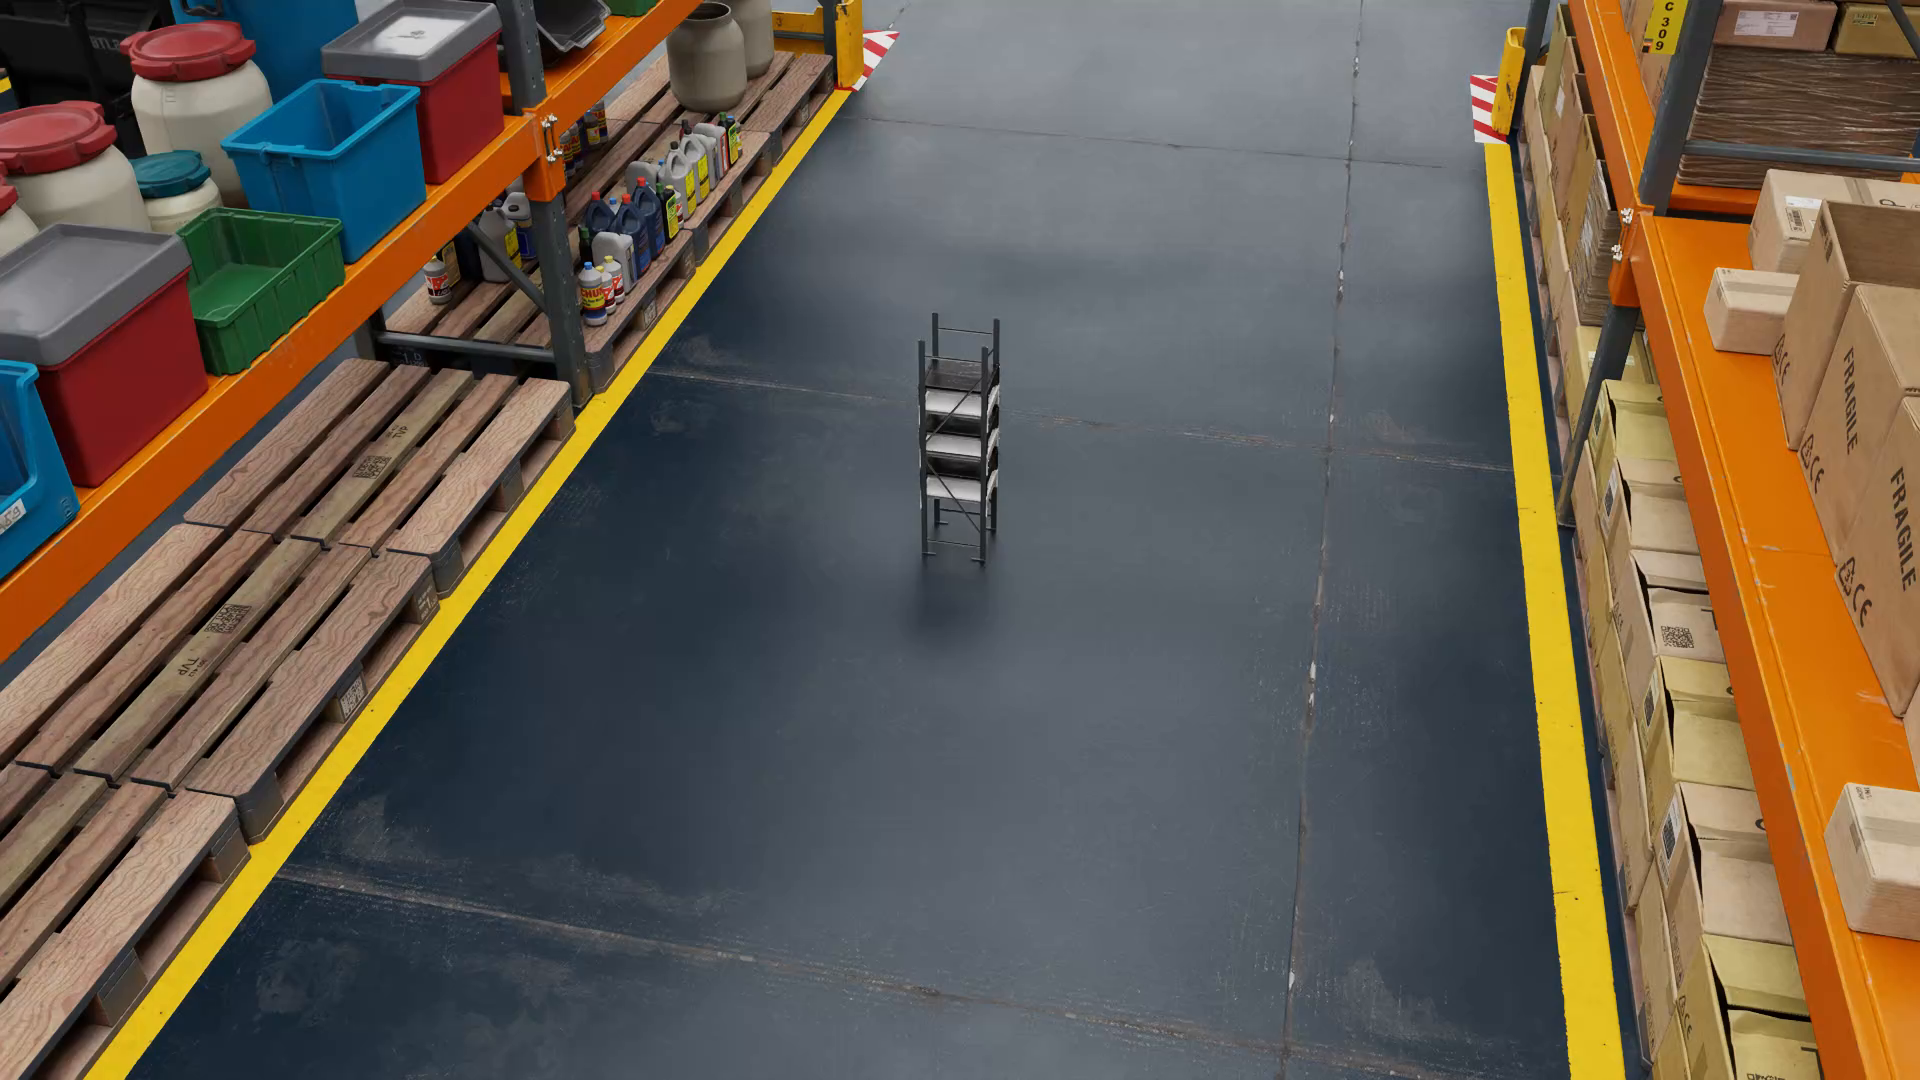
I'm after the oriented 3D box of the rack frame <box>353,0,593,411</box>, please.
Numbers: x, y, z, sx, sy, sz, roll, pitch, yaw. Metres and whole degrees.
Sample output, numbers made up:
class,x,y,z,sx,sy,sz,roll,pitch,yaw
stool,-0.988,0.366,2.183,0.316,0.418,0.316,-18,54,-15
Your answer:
class,x,y,z,sx,sy,sz,roll,pitch,yaw
rack frame,-2.068,-1.858,6.257,1.000,3.000,0.127,7,37,10

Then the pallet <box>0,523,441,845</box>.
class,x,y,z,sx,sy,sz,roll,pitch,yaw
pallet,-2.456,0.428,5.479,1.003,0.211,1.213,7,37,10

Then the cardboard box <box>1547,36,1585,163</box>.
class,x,y,z,sx,sy,sz,roll,pitch,yaw
cardboard box,3.094,-2.033,7.846,0.500,0.500,0.500,7,37,10

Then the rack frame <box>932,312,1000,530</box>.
class,x,y,z,sx,sy,sz,roll,pitch,yaw
rack frame,0.020,-0.418,6.060,0.240,0.900,0.006,7,37,10

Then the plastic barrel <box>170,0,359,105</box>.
class,x,y,z,sx,sy,sz,roll,pitch,yaw
plastic barrel,-2.446,-1.877,5.857,0.600,0.901,0.708,7,37,10

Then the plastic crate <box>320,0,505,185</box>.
class,x,y,z,sx,sy,sz,roll,pitch,yaw
plastic crate,-1.872,-1.567,5.802,0.402,0.464,0.583,7,37,10

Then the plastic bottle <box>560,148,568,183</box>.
class,x,y,z,sx,sy,sz,roll,pitch,yaw
plastic bottle,-2.021,-1.885,8.304,0.097,0.201,0.097,0,36,0

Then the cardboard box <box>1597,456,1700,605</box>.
class,x,y,z,sx,sy,sz,roll,pitch,yaw
cardboard box,2.327,-0.026,5.237,0.500,0.311,0.500,7,37,9

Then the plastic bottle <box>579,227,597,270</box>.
class,x,y,z,sx,sy,sz,roll,pitch,yaw
plastic bottle,-1.634,-1.265,7.380,0.061,0.283,0.133,7,37,10

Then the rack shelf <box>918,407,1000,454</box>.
class,x,y,z,sx,sy,sz,roll,pitch,yaw
rack shelf,-0.002,-0.406,5.946,0.258,0.077,0.200,7,37,10

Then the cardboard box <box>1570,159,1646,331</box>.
class,x,y,z,sx,sy,sz,roll,pitch,yaw
cardboard box,2.774,-1.173,6.659,0.500,0.500,0.500,7,37,10

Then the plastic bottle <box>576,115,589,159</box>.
class,x,y,z,sx,sy,sz,roll,pitch,yaw
plastic bottle,-1.971,-2.101,8.533,0.061,0.283,0.133,8,37,11

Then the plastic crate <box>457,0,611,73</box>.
class,x,y,z,sx,sy,sz,roll,pitch,yaw
plastic crate,-1.832,-2.117,6.667,0.767,0.338,0.504,7,37,10

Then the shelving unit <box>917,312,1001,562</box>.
class,x,y,z,sx,sy,sz,roll,pitch,yaw
shelving unit,-0.002,-0.360,5.980,0.258,0.900,0.210,7,37,10

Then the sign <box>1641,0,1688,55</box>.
class,x,y,z,sx,sy,sz,roll,pitch,yaw
sign,2.228,-1.686,5.215,0.100,0.325,0.005,7,37,10

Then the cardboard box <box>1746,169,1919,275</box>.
class,x,y,z,sx,sy,sz,roll,pitch,yaw
cardboard box,2.708,-0.886,5.044,0.500,0.250,0.500,10,37,13

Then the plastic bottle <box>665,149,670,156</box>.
class,x,y,z,sx,sy,sz,roll,pitch,yaw
plastic bottle,-1.414,-1.872,8.287,0.097,0.201,0.097,0,36,0

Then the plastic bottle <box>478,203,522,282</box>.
class,x,y,z,sx,sy,sz,roll,pitch,yaw
plastic bottle,-2.071,-1.350,7.439,0.144,0.351,0.185,7,37,10

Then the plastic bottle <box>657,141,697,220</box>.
class,x,y,z,sx,sy,sz,roll,pitch,yaw
plastic bottle,-1.359,-1.726,7.957,0.144,0.351,0.185,7,37,10

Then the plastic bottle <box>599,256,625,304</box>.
class,x,y,z,sx,sy,sz,roll,pitch,yaw
plastic bottle,-1.528,-1.147,7.286,0.097,0.201,0.097,0,36,0

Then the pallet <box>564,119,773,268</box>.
class,x,y,z,sx,sy,sz,roll,pitch,yaw
pallet,-1.625,-1.810,8.567,1.003,0.211,1.213,7,37,10

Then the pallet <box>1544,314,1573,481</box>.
class,x,y,z,sx,sy,sz,roll,pitch,yaw
pallet,2.981,-0.556,6.837,1.003,0.211,1.213,7,37,10

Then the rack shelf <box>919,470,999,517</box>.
class,x,y,z,sx,sy,sz,roll,pitch,yaw
rack shelf,-0.002,-0.187,6.105,0.258,0.077,0.200,7,37,10

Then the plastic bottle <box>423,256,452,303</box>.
class,x,y,z,sx,sy,sz,roll,pitch,yaw
plastic bottle,-2.295,-1.150,7.290,0.097,0.201,0.097,0,36,0

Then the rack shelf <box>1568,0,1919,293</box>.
class,x,y,z,sx,sy,sz,roll,pitch,yaw
rack shelf,3.197,-2.090,7.190,1.077,0.370,4.000,7,37,10

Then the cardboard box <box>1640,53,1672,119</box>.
class,x,y,z,sx,sy,sz,roll,pitch,yaw
cardboard box,2.965,-1.833,6.138,0.700,0.500,0.500,7,37,9

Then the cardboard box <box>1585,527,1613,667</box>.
class,x,y,z,sx,sy,sz,roll,pitch,yaw
cardboard box,2.332,0.202,5.401,0.500,0.250,0.500,8,37,11

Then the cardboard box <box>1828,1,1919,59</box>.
class,x,y,z,sx,sy,sz,roll,pitch,yaw
cardboard box,3.017,-1.667,5.357,0.380,0.149,0.250,7,37,10

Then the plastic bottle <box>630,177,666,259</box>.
class,x,y,z,sx,sy,sz,roll,pitch,yaw
plastic bottle,-1.450,-1.482,7.621,0.144,0.351,0.185,6,36,8

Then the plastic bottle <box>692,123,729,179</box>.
class,x,y,z,sx,sy,sz,roll,pitch,yaw
plastic bottle,-1.258,-1.977,8.368,0.152,0.276,0.135,8,37,10

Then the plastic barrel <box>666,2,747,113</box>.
class,x,y,z,sx,sy,sz,roll,pitch,yaw
plastic barrel,-1.387,-2.639,9.097,0.421,0.512,0.421,0,36,0

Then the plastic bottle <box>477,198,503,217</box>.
class,x,y,z,sx,sy,sz,roll,pitch,yaw
plastic bottle,-2.171,-1.478,7.616,0.144,0.351,0.185,6,36,8

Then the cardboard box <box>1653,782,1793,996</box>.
class,x,y,z,sx,sy,sz,roll,pitch,yaw
cardboard box,2.002,0.856,4.020,0.500,0.311,0.500,7,37,10

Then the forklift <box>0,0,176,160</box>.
class,x,y,z,sx,sy,sz,roll,pitch,yaw
forklift,-4.341,-2.788,7.599,1.130,2.935,3.031,11,37,14

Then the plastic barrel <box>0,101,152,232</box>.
class,x,y,z,sx,sy,sz,roll,pitch,yaw
plastic barrel,-2.643,-0.971,4.918,0.433,0.535,0.433,0,36,0

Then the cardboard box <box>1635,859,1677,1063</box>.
class,x,y,z,sx,sy,sz,roll,pitch,yaw
cardboard box,2.007,1.086,4.181,0.500,0.250,0.500,8,37,11

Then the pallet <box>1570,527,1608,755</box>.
class,x,y,z,sx,sy,sz,roll,pitch,yaw
pallet,2.651,0.322,5.626,1.003,0.211,1.213,7,37,10

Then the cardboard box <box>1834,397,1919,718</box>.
class,x,y,z,sx,sy,sz,roll,pitch,yaw
cardboard box,2.258,0.054,3.534,0.500,0.500,0.500,5,36,7

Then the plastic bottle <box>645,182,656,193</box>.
class,x,y,z,sx,sy,sz,roll,pitch,yaw
plastic bottle,-1.455,-1.539,7.767,0.097,0.271,0.097,0,36,0

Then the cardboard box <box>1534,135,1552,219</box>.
class,x,y,z,sx,sy,sz,roll,pitch,yaw
cardboard box,3.082,-1.731,8.068,0.500,0.250,0.500,7,37,10

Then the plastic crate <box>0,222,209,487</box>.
class,x,y,z,sx,sy,sz,roll,pitch,yaw
plastic crate,-2.278,-0.478,4.299,0.402,0.464,0.583,7,37,10

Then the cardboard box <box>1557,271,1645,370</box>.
class,x,y,z,sx,sy,sz,roll,pitch,yaw
cardboard box,2.772,-0.870,6.879,0.500,0.250,0.500,7,37,10

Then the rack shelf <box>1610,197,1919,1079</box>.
class,x,y,z,sx,sy,sz,roll,pitch,yaw
rack shelf,2.343,0.203,4.026,1.077,0.370,4.000,7,37,10
